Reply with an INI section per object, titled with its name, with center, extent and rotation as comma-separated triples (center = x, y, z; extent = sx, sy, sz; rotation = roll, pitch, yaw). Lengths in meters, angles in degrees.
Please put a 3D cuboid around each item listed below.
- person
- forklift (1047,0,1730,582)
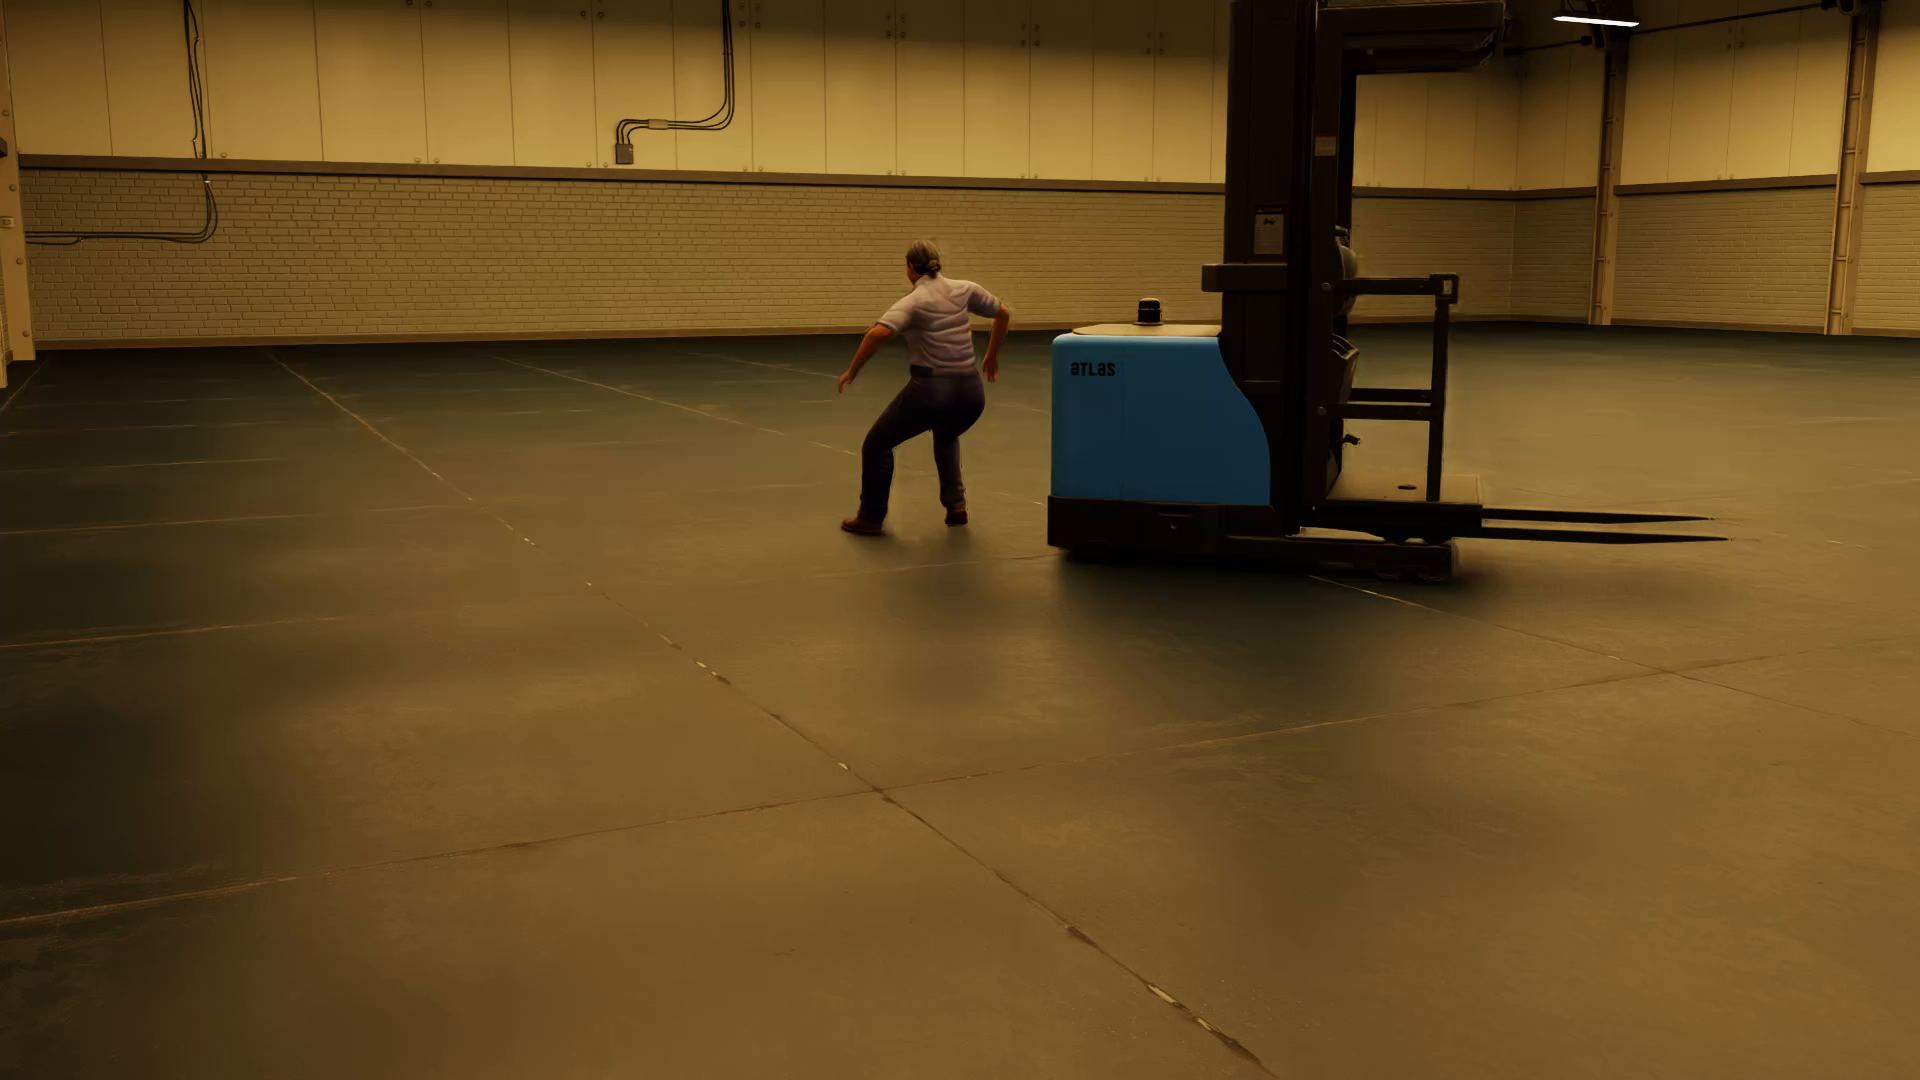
[person]
center = -0.219, -0.780, 8.654
extent = 0.906, 1.541, 0.631
rotation = -5, 11, -28
[forklift]
center = 1.996, -1.356, 7.779
extent = 3.031, 2.935, 1.130
rotation = 3, 10, 16
